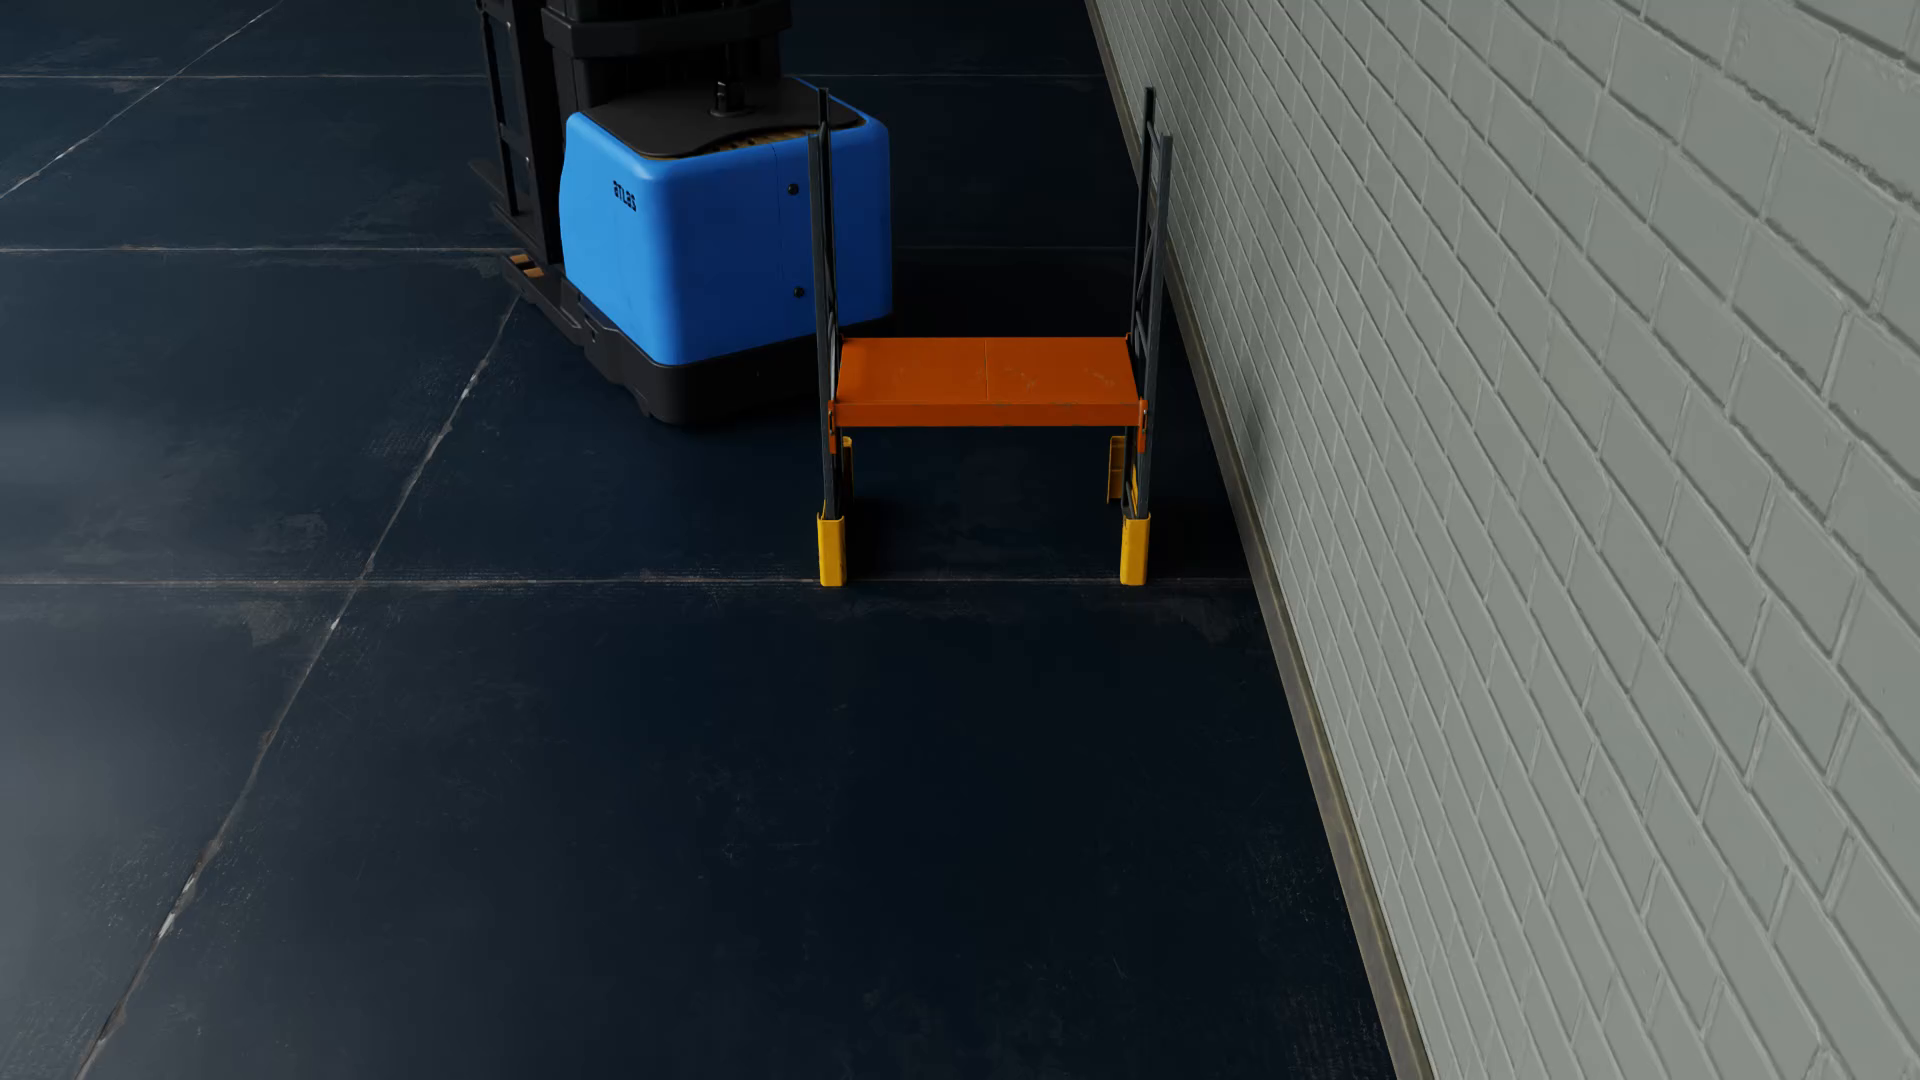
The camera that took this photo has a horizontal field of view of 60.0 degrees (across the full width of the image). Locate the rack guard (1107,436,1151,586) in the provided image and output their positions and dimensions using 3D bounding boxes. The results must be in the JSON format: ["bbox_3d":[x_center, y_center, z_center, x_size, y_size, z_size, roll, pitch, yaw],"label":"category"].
[{"bbox_3d":[0.574,-0.109,5.688,0.087,0.250,0.587,0,31,0],"label":"rack guard"}]

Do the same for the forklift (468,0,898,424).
[{"bbox_3d":[-1.446,-2.424,6.920,1.130,2.935,3.031,-17,35,-26],"label":"forklift"}]

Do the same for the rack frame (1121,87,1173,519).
[{"bbox_3d":[0.594,-0.643,5.364,0.032,1.500,0.500,0,31,0],"label":"rack frame"}]

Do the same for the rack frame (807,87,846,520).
[{"bbox_3d":[-0.423,-0.640,5.359,0.032,1.500,0.500,0,31,0],"label":"rack frame"}]

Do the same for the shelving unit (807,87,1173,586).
[{"bbox_3d":[0.076,-0.641,5.361,1.083,1.500,0.587,0,31,0],"label":"shelving unit"}]

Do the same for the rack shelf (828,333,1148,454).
[{"bbox_3d":[0.085,-0.488,5.455,1.000,0.185,0.538,0,31,0],"label":"rack shelf"}]

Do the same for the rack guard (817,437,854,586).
[{"bbox_3d":[-0.422,-0.106,5.683,0.087,0.250,0.587,0,31,0],"label":"rack guard"}]
